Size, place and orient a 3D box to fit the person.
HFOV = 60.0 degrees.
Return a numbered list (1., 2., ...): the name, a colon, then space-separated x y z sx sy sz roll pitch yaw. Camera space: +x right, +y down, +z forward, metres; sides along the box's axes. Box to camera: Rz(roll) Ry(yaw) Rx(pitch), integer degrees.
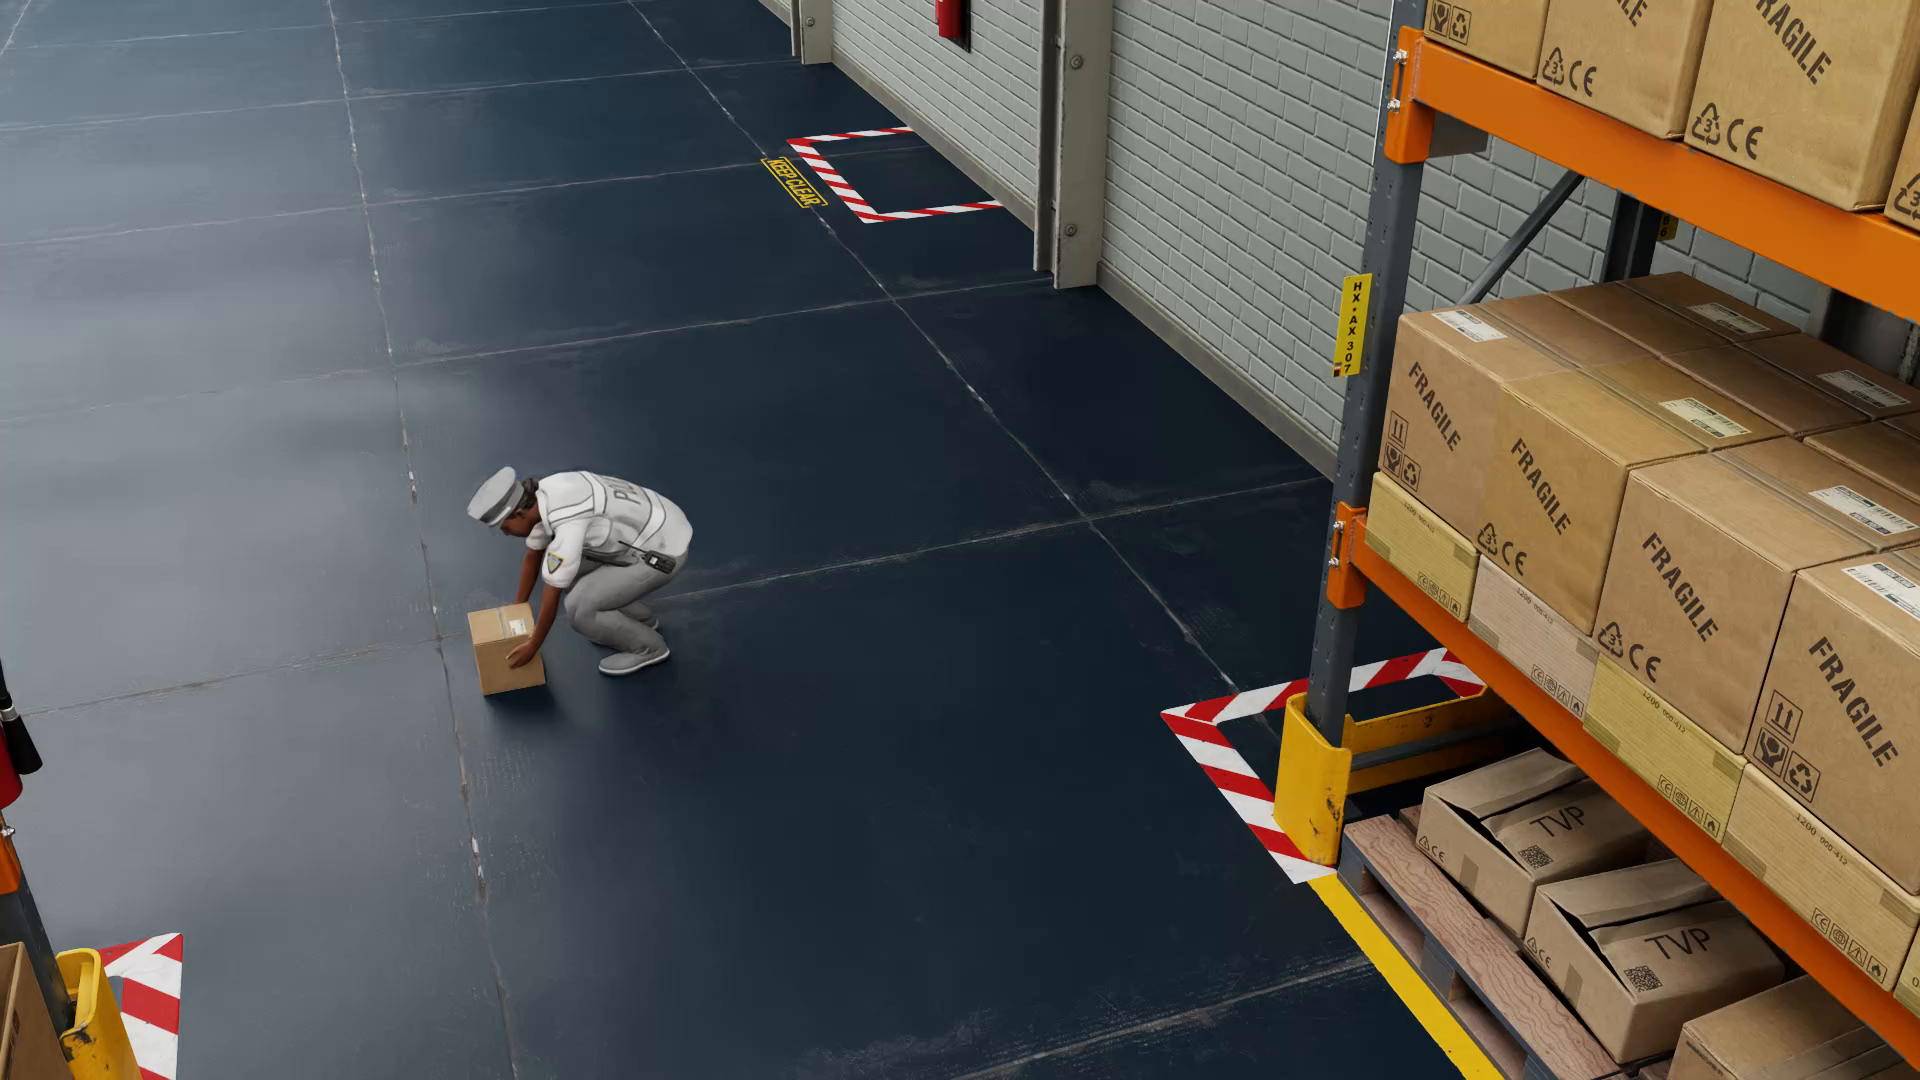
1. person: -1.503 0.087 6.702 0.861 0.947 0.484 -11 32 -18
